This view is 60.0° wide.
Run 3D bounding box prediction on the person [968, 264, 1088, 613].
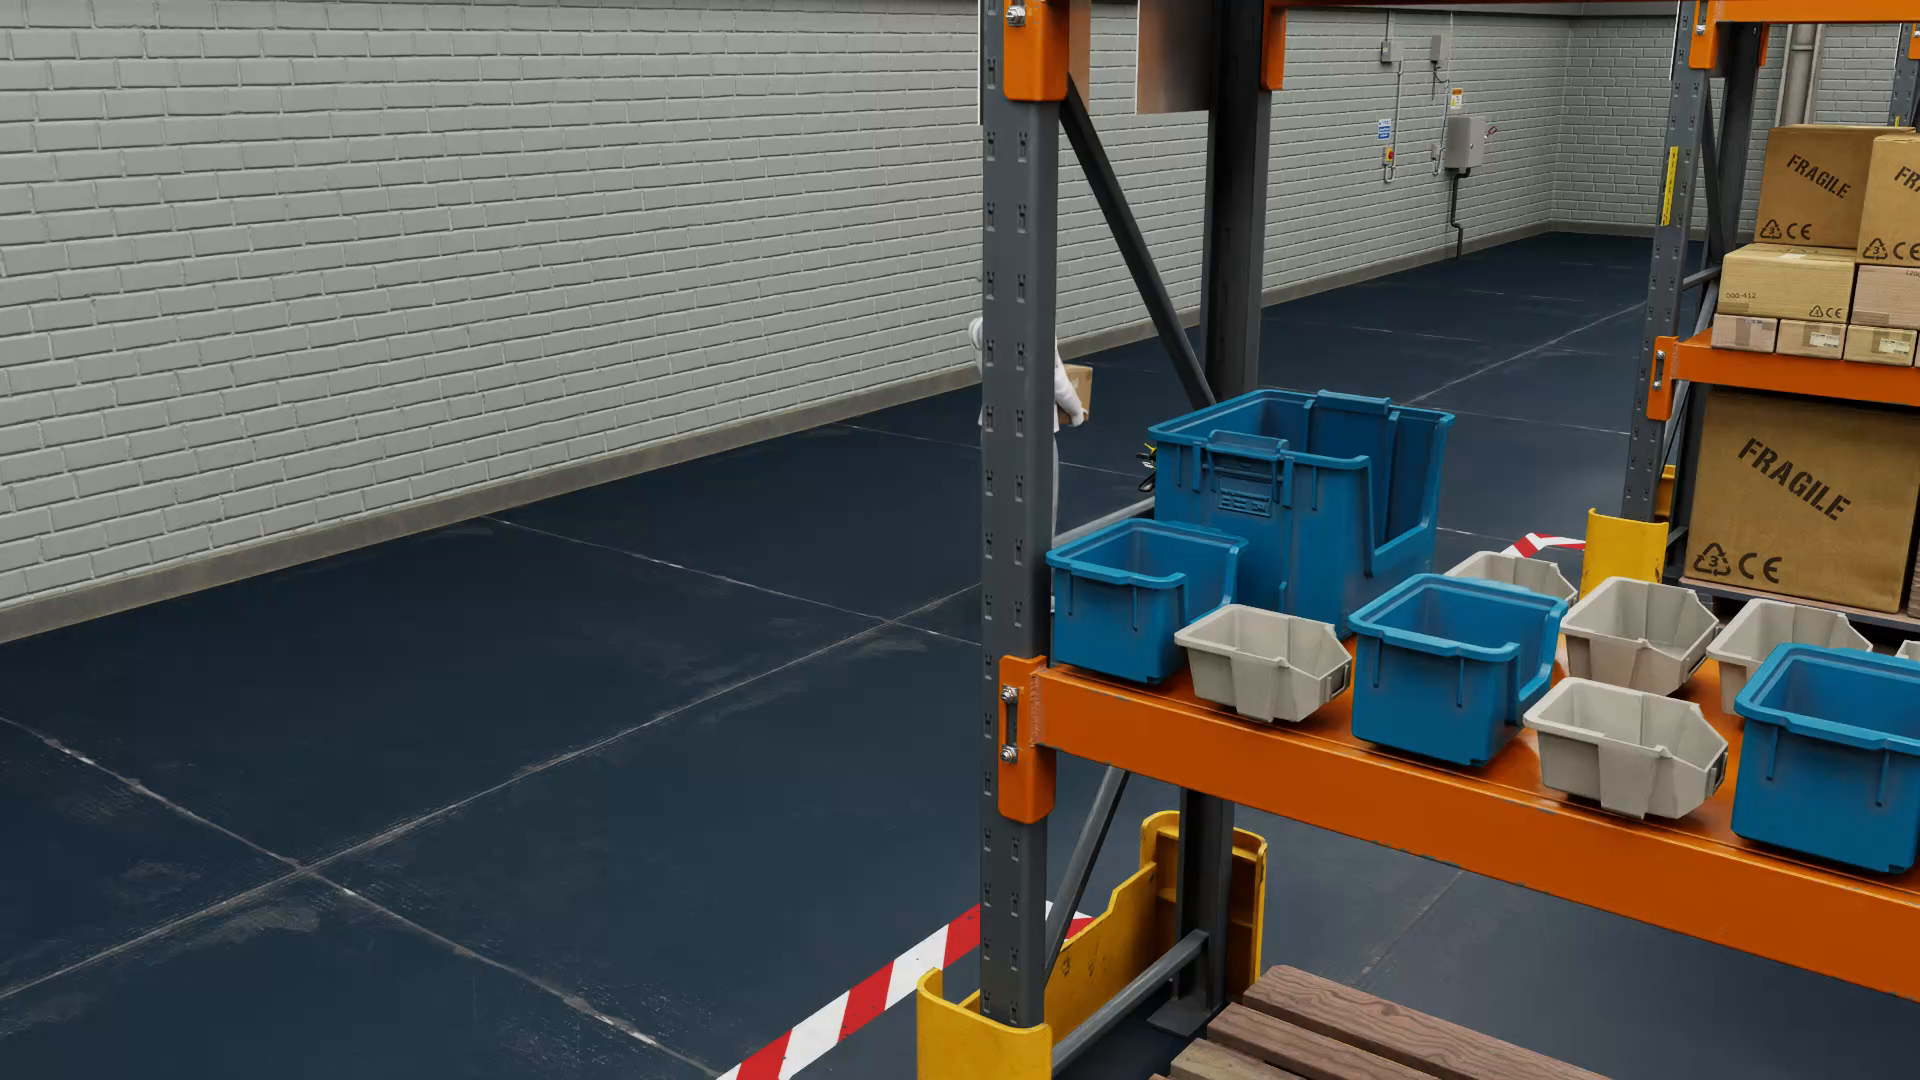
[{"bbox_3d":[0.311,-0.482,7.609,0.459,1.686,0.562,12,21,36],"label":"person"}]
